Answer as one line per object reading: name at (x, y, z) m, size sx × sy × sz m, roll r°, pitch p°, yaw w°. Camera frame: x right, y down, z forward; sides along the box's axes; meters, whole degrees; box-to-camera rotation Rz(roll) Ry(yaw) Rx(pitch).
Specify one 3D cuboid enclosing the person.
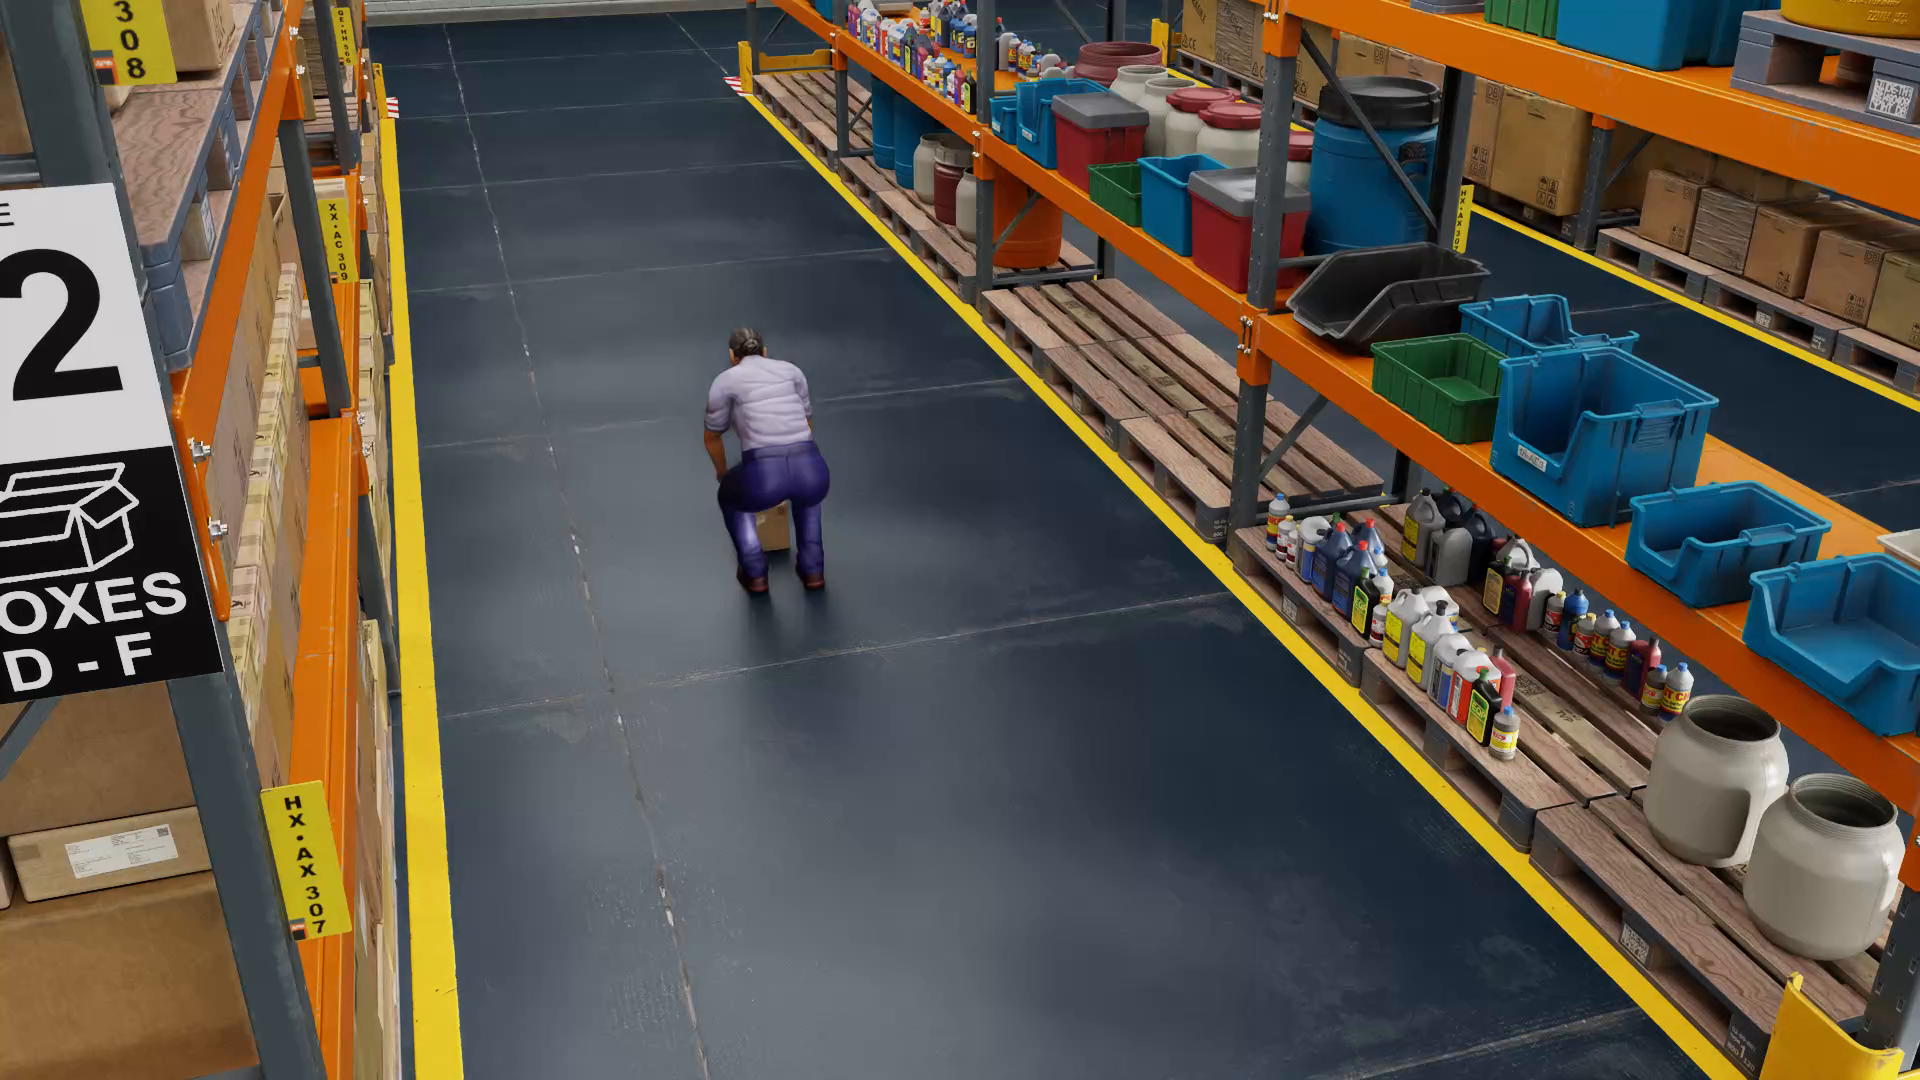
person at (-0.911, -0.350, 7.848) m, size 0.539 × 1.195 × 0.742 m, roll -8°, pitch 28°, yaw -16°
